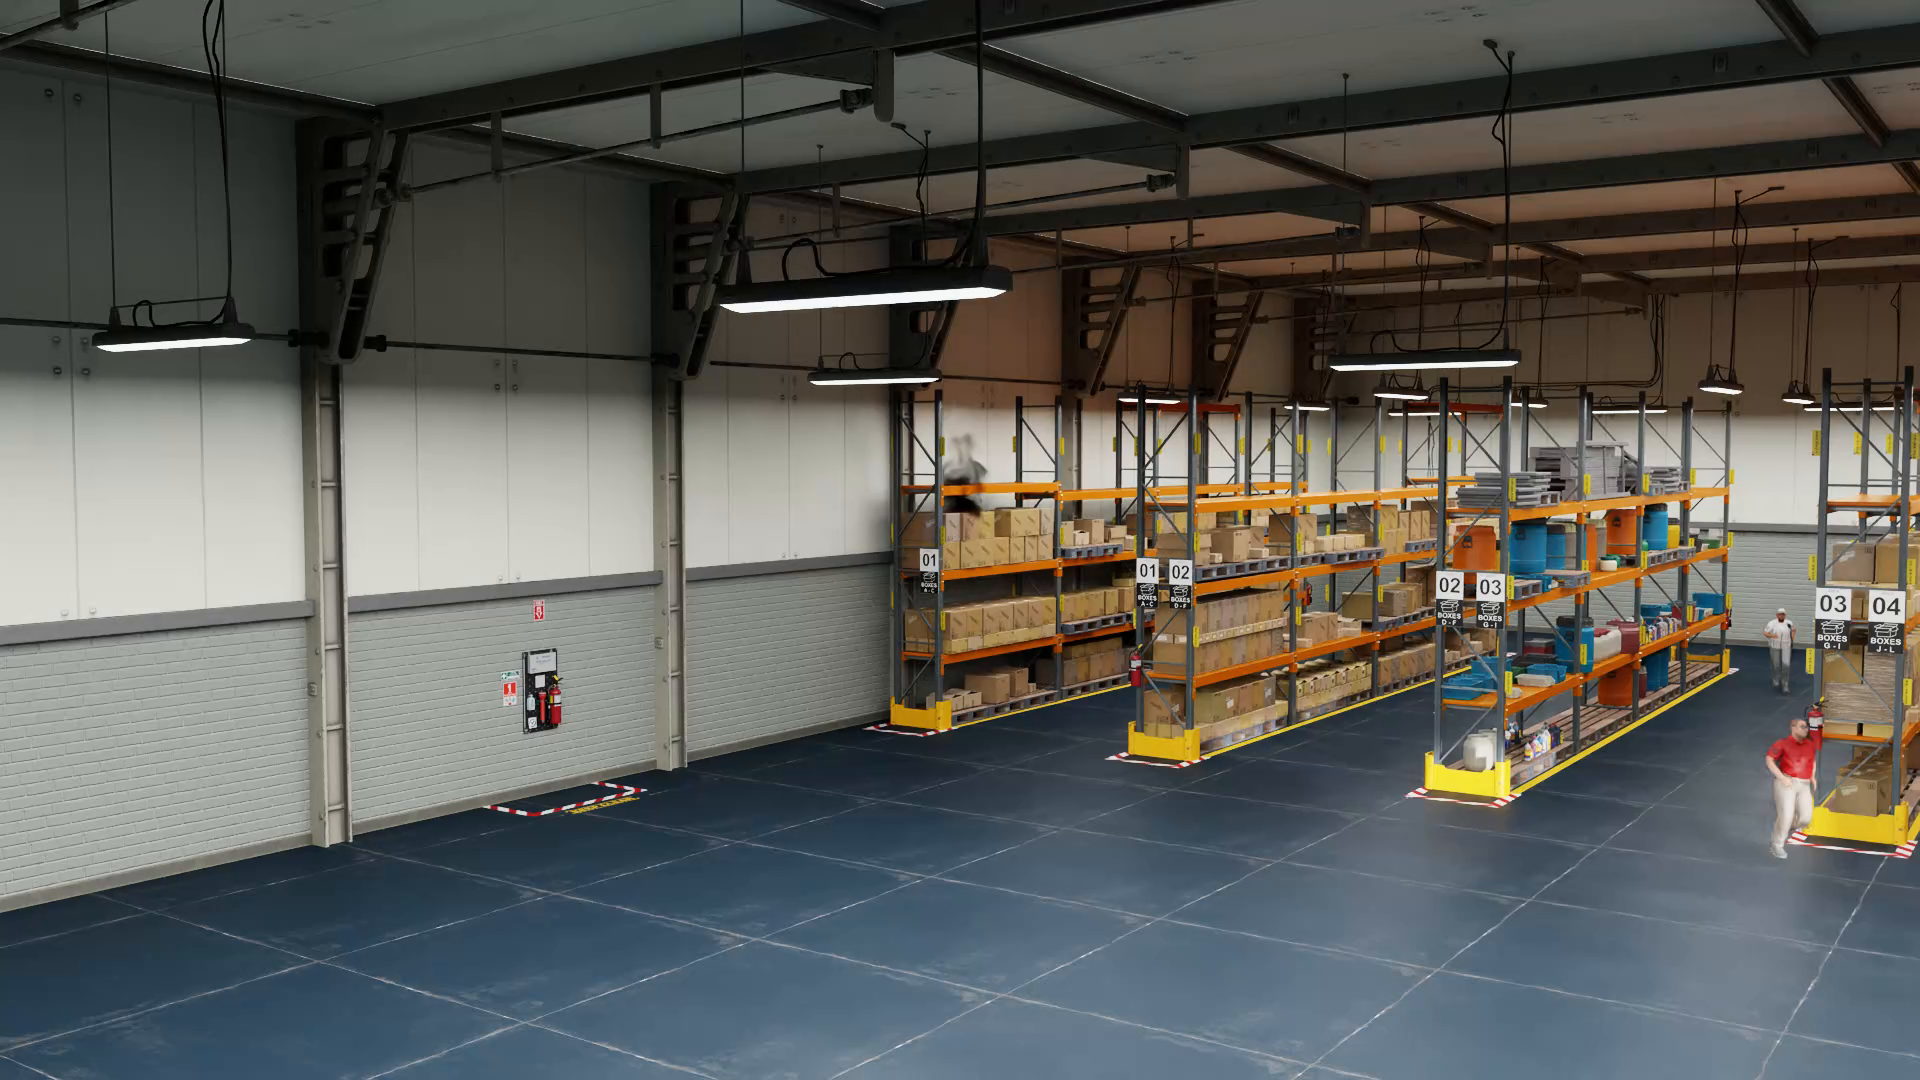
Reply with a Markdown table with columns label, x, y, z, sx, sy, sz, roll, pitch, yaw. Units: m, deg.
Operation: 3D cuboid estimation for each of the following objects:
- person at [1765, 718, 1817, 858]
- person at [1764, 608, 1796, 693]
| label | x | y | z | sx | sy | sz | roll | pitch | yaw |
| --- | --- | --- | --- | --- | --- | --- | --- | --- | --- |
| person | 10.232 | 3.033 | 20.387 | 0.714 | 1.692 | 0.532 | 0 | 3 | -8 |
| person | 16.850 | 2.254 | 34.191 | 0.592 | 1.723 | 0.777 | 1 | 4 | 25 |
